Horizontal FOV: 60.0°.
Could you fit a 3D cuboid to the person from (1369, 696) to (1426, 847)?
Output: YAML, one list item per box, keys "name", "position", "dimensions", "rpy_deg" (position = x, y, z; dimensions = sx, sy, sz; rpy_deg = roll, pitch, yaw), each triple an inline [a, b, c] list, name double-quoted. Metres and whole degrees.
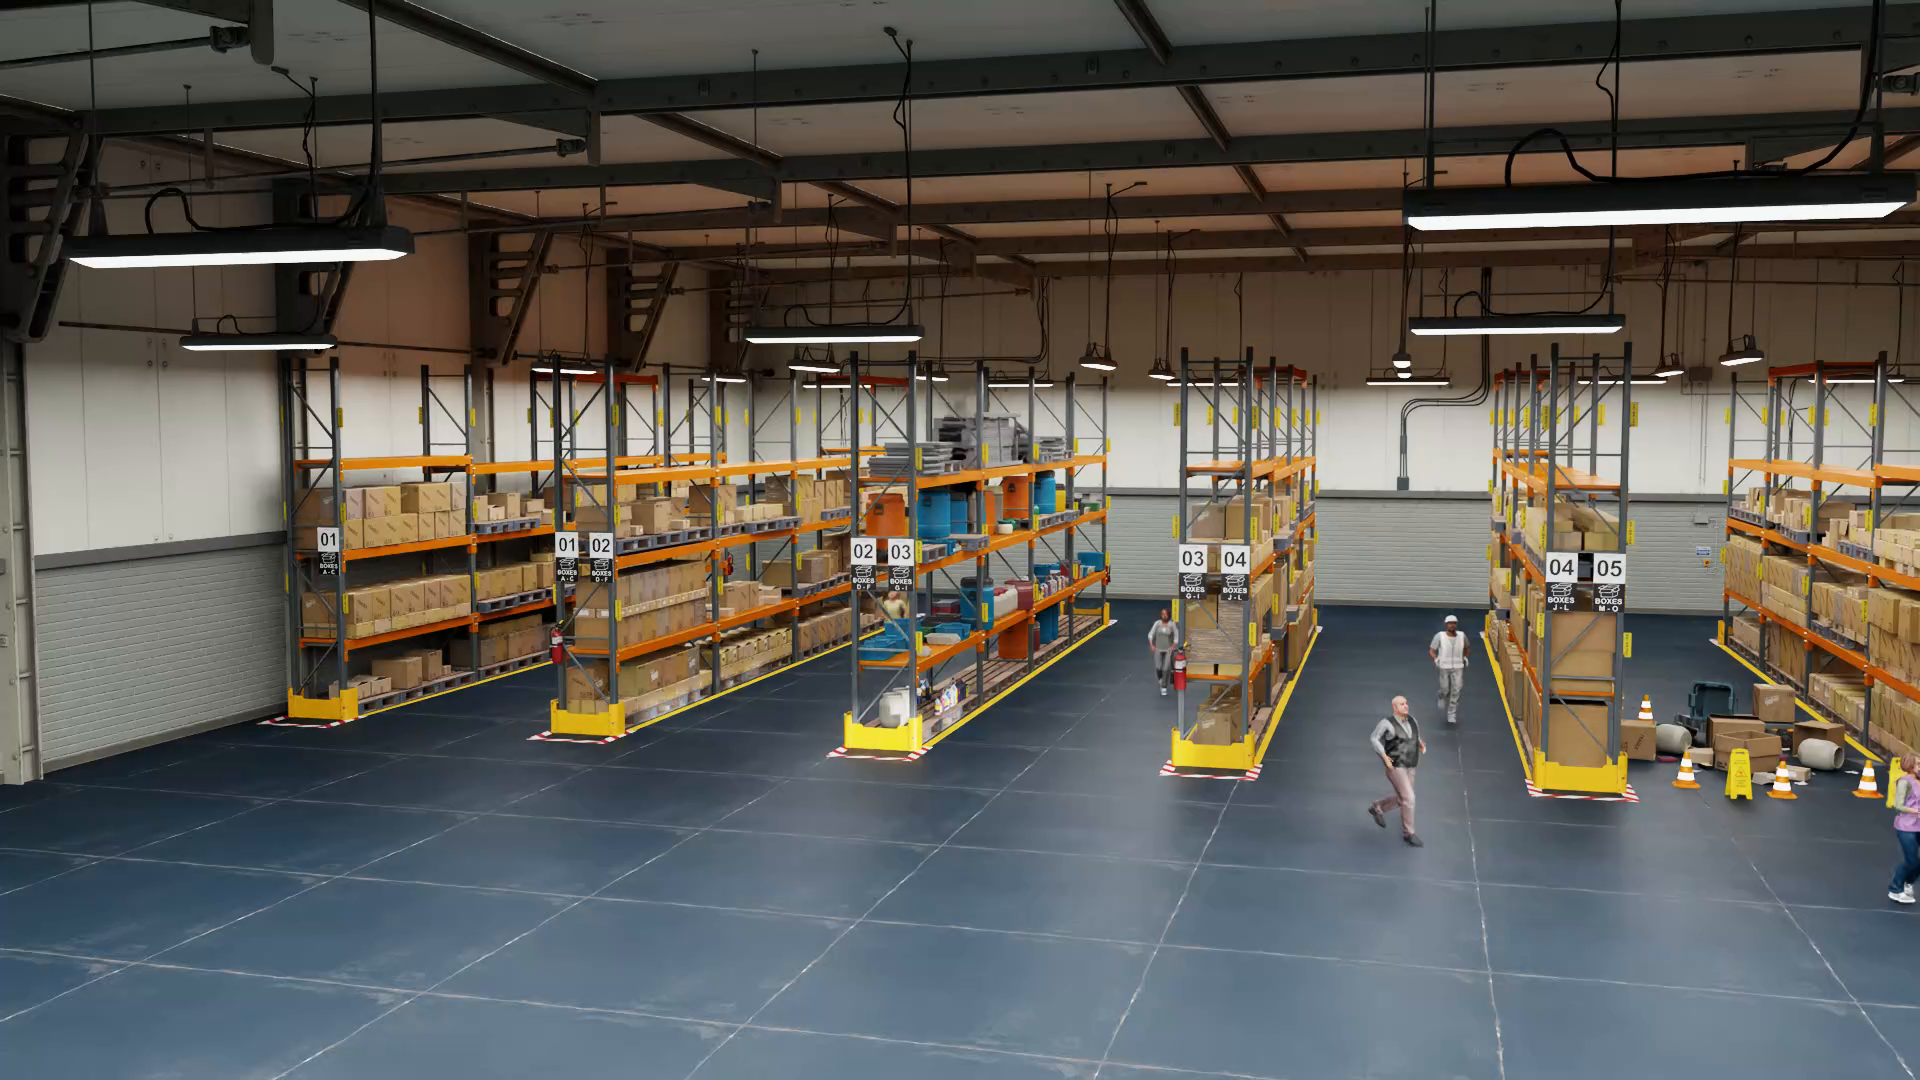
- name: "person"
  position: [5.205, 2.702, 19.732]
  dimensions: [0.652, 1.731, 0.862]
  rpy_deg: [-3, 5, -32]

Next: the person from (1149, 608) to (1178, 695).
- name: "person"
  position: [3.694, 2.016, 30.152]
  dimensions: [0.559, 1.564, 0.489]
  rpy_deg: [1, 4, 12]

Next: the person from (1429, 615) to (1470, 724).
- name: "person"
  position: [8.116, 2.116, 27.510]
  dimensions: [0.682, 1.753, 0.769]
  rpy_deg: [0, 4, 4]

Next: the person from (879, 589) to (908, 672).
- name: "person"
  position: [-1.325, 1.764, 32.848]
  dimensions: [0.561, 1.678, 0.620]
  rpy_deg: [0, 4, 5]

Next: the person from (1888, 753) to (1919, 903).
- name: "person"
  position: [9.798, 2.961, 17.009]
  dimensions: [0.522, 1.559, 0.555]
  rpy_deg: [-2, 5, -27]
